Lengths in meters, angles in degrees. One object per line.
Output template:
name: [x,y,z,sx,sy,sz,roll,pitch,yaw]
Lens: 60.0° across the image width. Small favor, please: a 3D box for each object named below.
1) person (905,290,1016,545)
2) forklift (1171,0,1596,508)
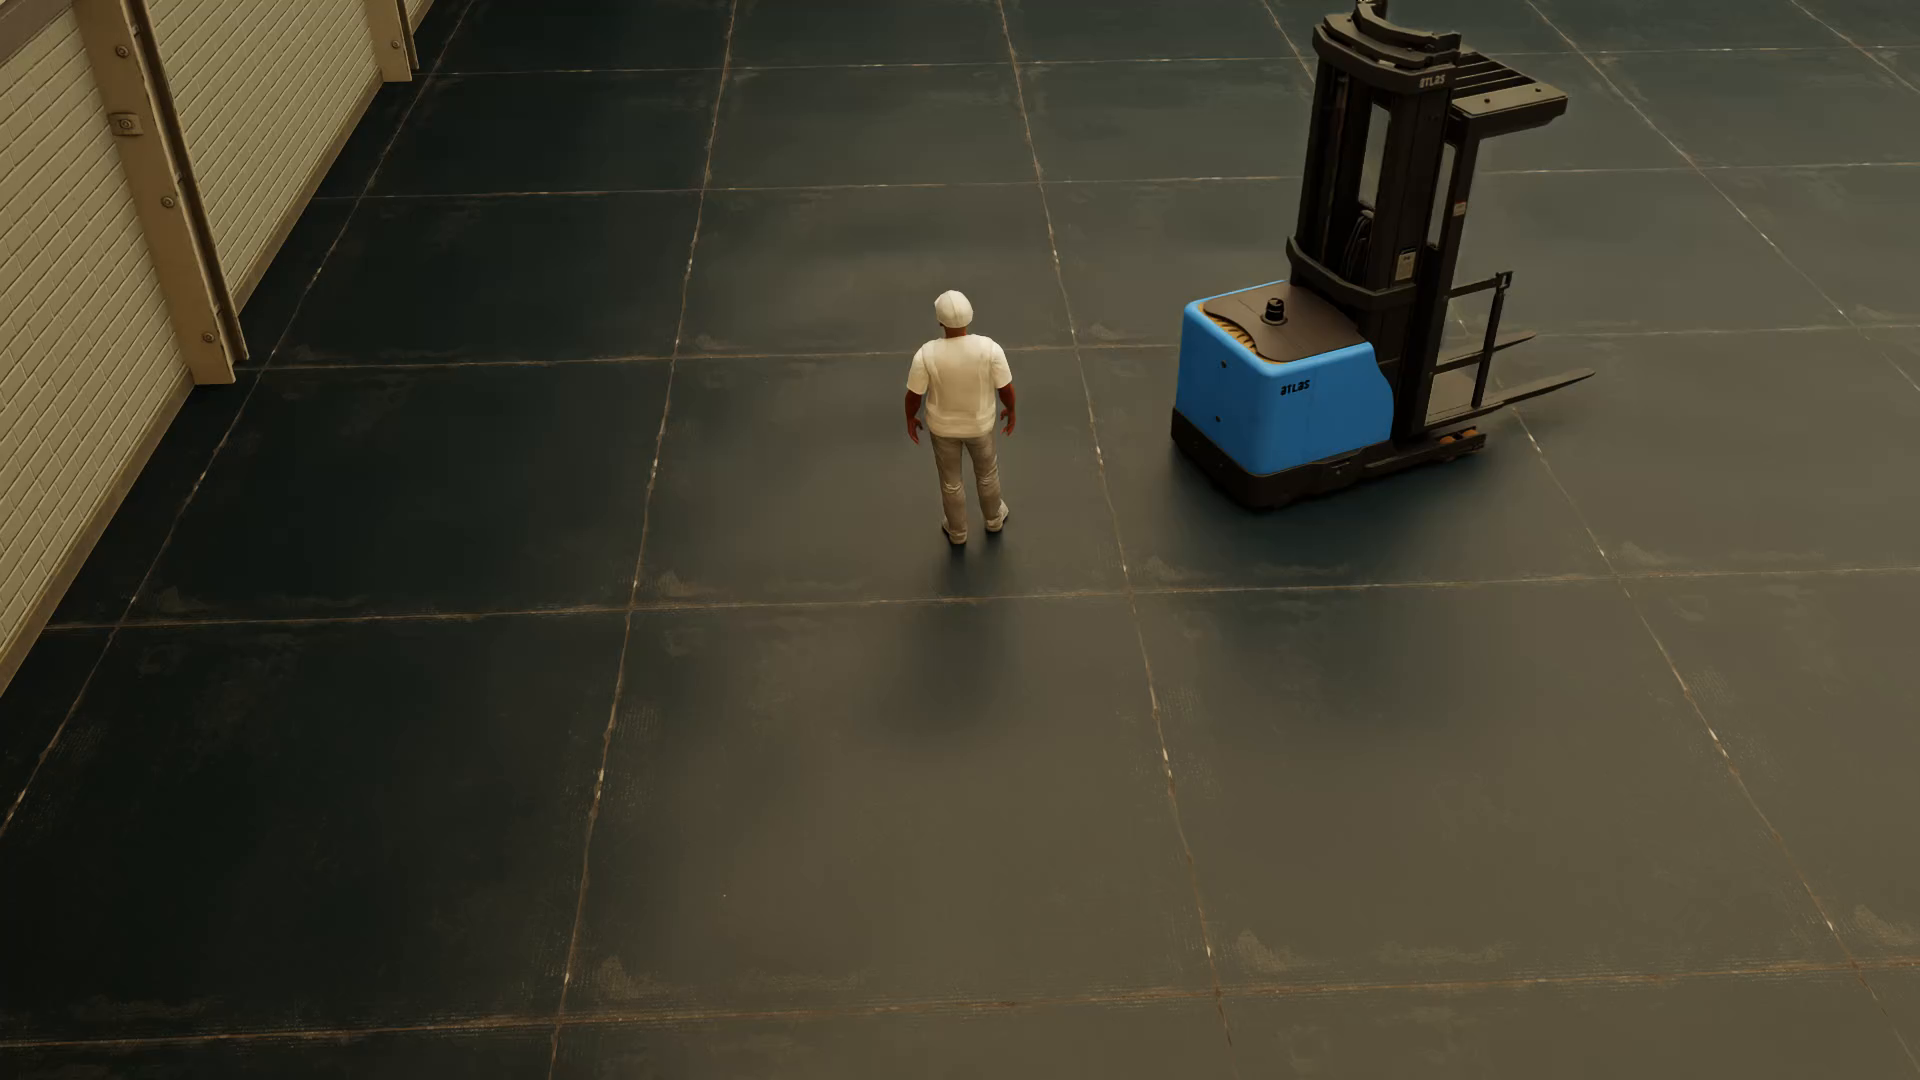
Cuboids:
person: [0.001,-0.761,10.033,0.666,1.768,0.575,-2,36,-2]
forklift: [2.994,-1.981,10.731,3.031,2.935,1.130,-16,39,-21]
